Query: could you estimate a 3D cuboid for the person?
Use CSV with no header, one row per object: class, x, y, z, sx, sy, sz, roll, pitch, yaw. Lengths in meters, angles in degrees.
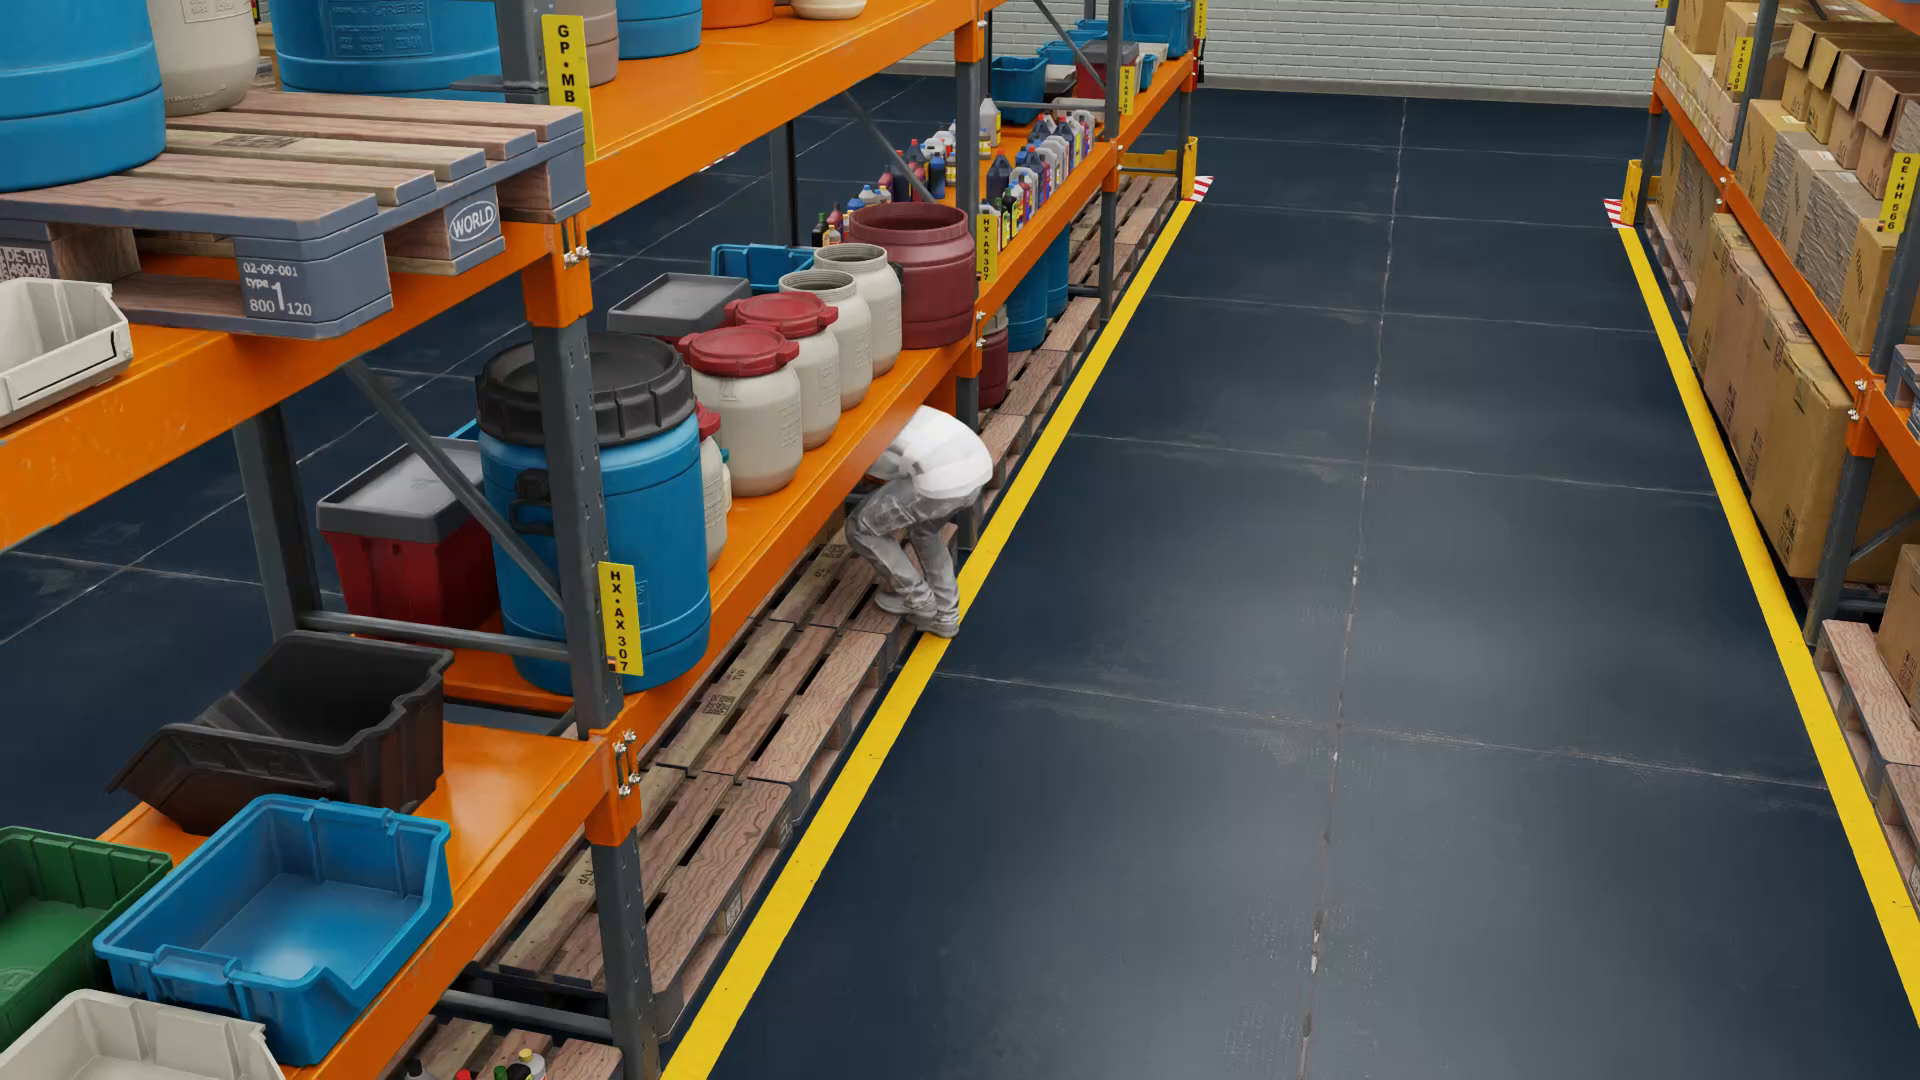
person,-0.377,-0.109,7.538,1.065,1.167,0.525,13,28,26
